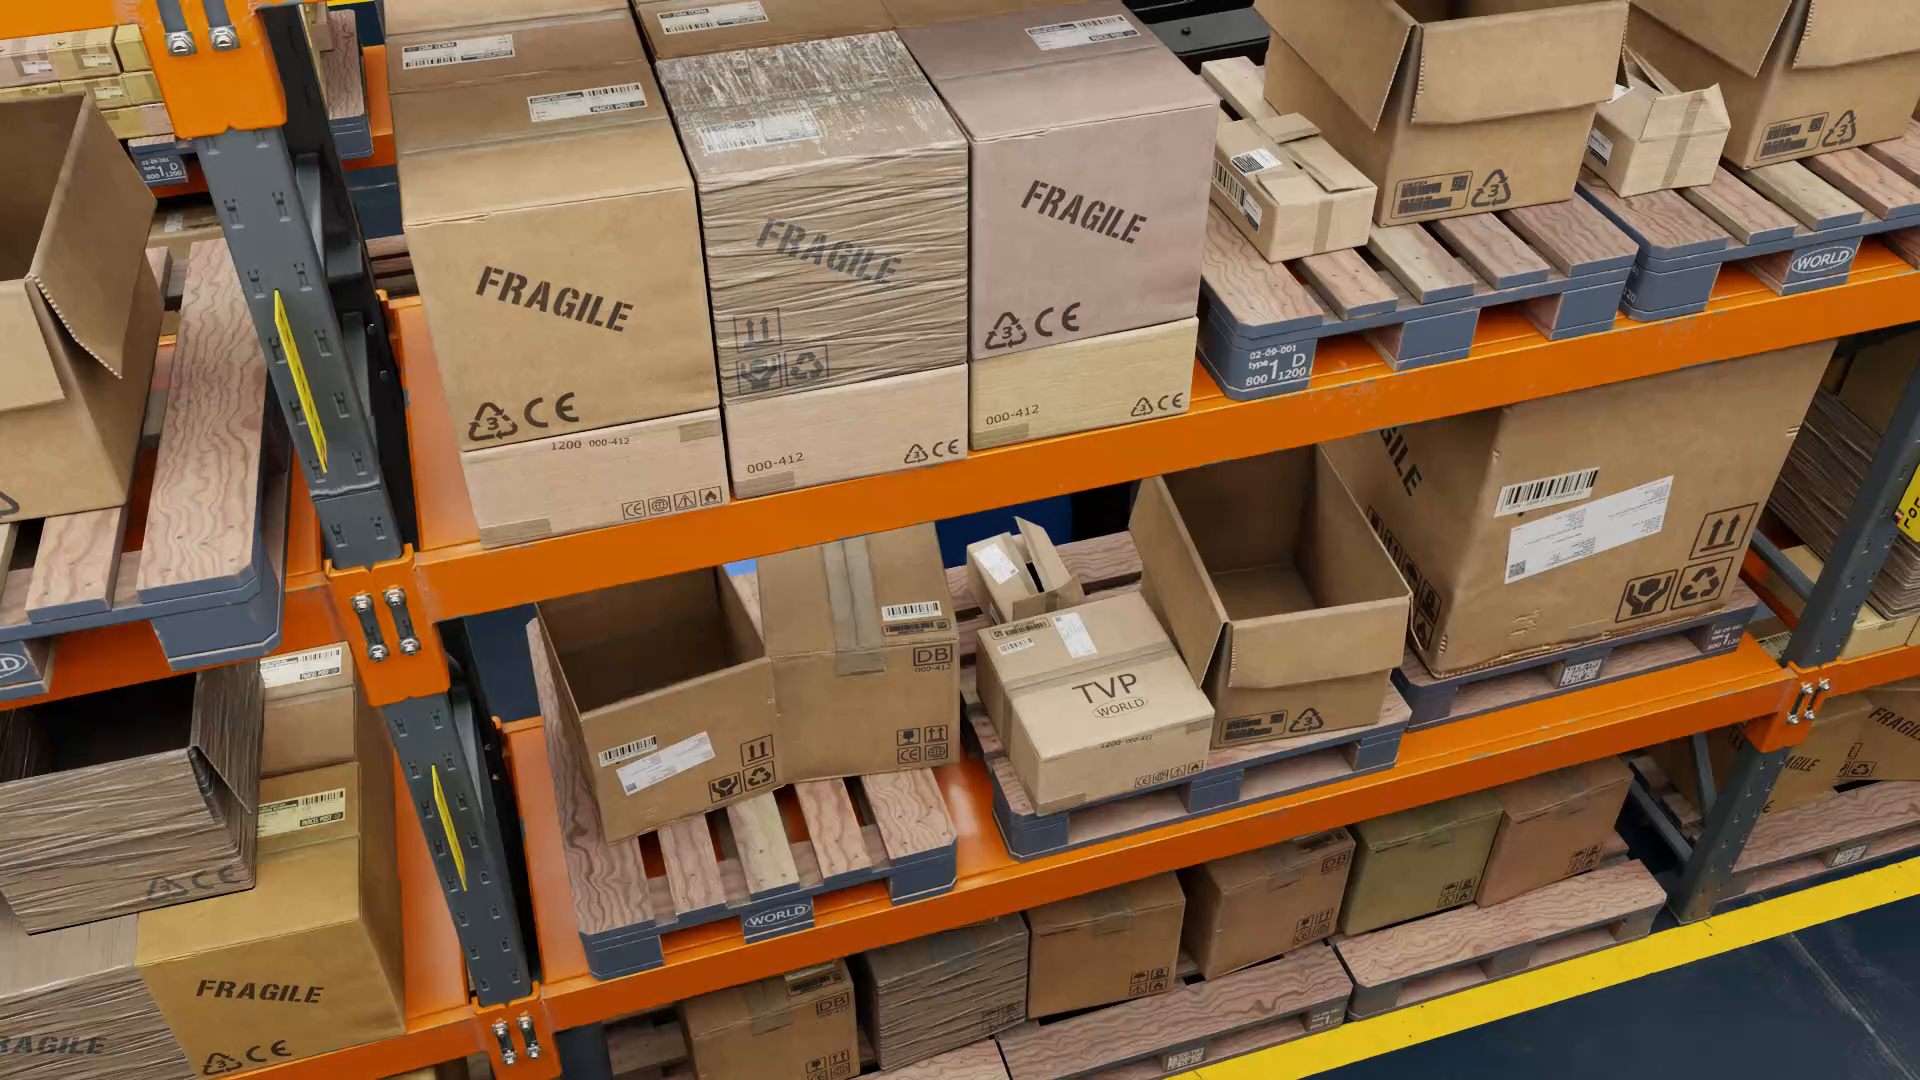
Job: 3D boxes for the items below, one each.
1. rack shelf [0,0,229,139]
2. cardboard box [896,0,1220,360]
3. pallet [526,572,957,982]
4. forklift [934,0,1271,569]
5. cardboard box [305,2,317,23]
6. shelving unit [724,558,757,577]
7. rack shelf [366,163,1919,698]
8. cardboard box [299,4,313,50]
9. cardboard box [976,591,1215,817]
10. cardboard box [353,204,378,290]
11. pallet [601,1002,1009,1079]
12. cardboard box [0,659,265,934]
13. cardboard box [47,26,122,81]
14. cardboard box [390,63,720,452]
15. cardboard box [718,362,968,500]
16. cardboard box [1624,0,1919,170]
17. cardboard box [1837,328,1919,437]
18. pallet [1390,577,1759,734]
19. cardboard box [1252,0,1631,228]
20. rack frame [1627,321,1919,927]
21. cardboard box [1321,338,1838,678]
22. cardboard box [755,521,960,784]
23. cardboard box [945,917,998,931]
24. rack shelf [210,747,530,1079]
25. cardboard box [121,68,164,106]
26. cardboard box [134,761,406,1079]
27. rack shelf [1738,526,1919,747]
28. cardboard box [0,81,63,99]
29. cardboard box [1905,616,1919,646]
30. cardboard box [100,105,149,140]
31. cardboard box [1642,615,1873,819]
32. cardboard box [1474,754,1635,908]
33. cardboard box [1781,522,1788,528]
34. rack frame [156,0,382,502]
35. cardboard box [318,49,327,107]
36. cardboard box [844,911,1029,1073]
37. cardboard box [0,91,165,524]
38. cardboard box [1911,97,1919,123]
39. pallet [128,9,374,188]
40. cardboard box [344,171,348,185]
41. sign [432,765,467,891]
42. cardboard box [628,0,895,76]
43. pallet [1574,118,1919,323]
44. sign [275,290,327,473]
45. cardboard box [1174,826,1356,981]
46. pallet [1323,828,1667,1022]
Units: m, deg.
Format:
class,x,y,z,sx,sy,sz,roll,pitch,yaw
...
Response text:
class,x,y,z,sx,sy,sz,roll,pitch,yaw
rack shelf,-3.214,-0.710,2.424,4.000,0.370,1.077,-12,42,-13
cardboard box,0.182,-0.757,3.450,0.500,0.500,0.500,-13,43,-14
pallet,-0.659,0.597,4.783,1.003,0.211,1.213,-12,42,-13
forklift,0.709,-1.264,6.819,3.031,2.935,1.130,-14,43,-16
cardboard box,-3.221,-2.607,7.949,0.250,0.149,0.380,-10,42,-11
shelving unit,-1.031,0.057,6.394,1.048,1.500,0.538,-14,43,-16
rack shelf,0.601,-0.522,4.184,4.000,0.370,1.077,-12,42,-13
cardboard box,-3.030,-2.304,7.376,0.250,0.149,0.380,-13,43,-15
cardboard box,0.361,0.444,4.607,0.500,0.250,0.500,-13,43,-14
cardboard box,-3.249,-1.323,8.415,0.500,0.500,0.500,-12,43,-13
pallet,-0.560,1.629,5.575,1.213,0.211,1.003,-12,42,-13
cardboard box,-2.009,0.451,3.965,0.637,0.503,0.797,-10,42,-12
cardboard box,-3.773,-2.148,7.198,0.250,0.149,0.380,-11,42,-12
cardboard box,-0.781,-0.555,3.219,0.500,0.500,0.500,-11,42,-13
cardboard box,-0.292,-0.375,3.583,0.500,0.250,0.500,-11,42,-12
cardboard box,2.031,-1.354,4.192,0.637,0.503,0.797,-14,43,-15
cardboard box,3.015,-0.514,4.846,0.500,0.500,0.500,-12,42,-13
pallet,1.736,0.074,5.381,1.213,0.211,1.003,-12,42,-13
cardboard box,1.133,-1.168,3.979,0.637,0.503,0.797,-10,42,-11
rack frame,2.509,-0.058,5.387,0.127,3.000,1.000,-12,42,-13
cardboard box,1.709,-0.373,4.972,1.000,1.000,1.000,-11,42,-13
cardboard box,-0.301,0.231,4.660,0.500,0.500,0.700,-6,41,-7
cardboard box,-0.173,0.963,5.213,0.500,0.250,0.500,-7,42,-8
rack shelf,-3.214,1.398,4.266,4.000,0.370,1.077,-12,42,-13
cardboard box,-3.538,-2.085,7.352,0.250,0.149,0.380,-11,42,-12
cardboard box,-1.703,0.947,4.159,0.500,0.500,0.500,-10,42,-12
rack shelf,4.417,-0.183,6.076,4.000,0.370,1.077,-12,42,-13
cardboard box,-4.015,-1.988,7.241,0.250,0.149,0.380,-12,43,-13
cardboard box,3.047,0.141,5.349,0.250,0.149,0.380,-12,42,-13
cardboard box,-3.754,-1.932,7.403,0.250,0.149,0.380,-12,43,-14
cardboard box,2.903,0.671,6.133,0.500,0.500,0.500,-13,43,-14
cardboard box,1.917,0.825,5.941,0.500,0.500,0.700,-15,43,-16
cardboard box,2.867,-0.234,5.779,0.250,0.149,0.380,-12,42,-13
rack frame,-1.306,-1.527,2.508,0.127,3.000,1.000,-12,42,-13
cardboard box,-3.032,-2.078,7.570,0.250,0.149,0.380,-11,42,-12
cardboard box,-0.148,1.245,5.460,0.500,0.500,0.700,-15,43,-17
cardboard box,-1.866,-0.429,3.133,0.637,0.503,0.797,-9,42,-11
cardboard box,2.865,-1.386,4.740,0.500,0.250,0.500,-10,42,-11
pallet,-3.347,-2.121,7.893,1.003,0.211,1.213,-12,42,-13
cardboard box,-3.430,-1.915,8.523,0.500,0.250,0.500,-14,43,-15
sign,-1.136,0.644,3.703,0.005,0.325,0.100,-12,42,-13
cardboard box,-0.441,-0.983,3.709,0.500,0.500,0.500,-12,43,-13
pallet,1.888,-1.062,4.398,1.003,0.211,1.213,-12,42,-13
sign,-1.147,-0.272,2.898,0.005,0.325,0.100,-12,42,-13
cardboard box,0.923,1.018,5.720,0.500,0.500,0.700,-15,43,-17
pallet,1.767,1.146,6.127,1.213,0.211,1.003,-12,42,-13
